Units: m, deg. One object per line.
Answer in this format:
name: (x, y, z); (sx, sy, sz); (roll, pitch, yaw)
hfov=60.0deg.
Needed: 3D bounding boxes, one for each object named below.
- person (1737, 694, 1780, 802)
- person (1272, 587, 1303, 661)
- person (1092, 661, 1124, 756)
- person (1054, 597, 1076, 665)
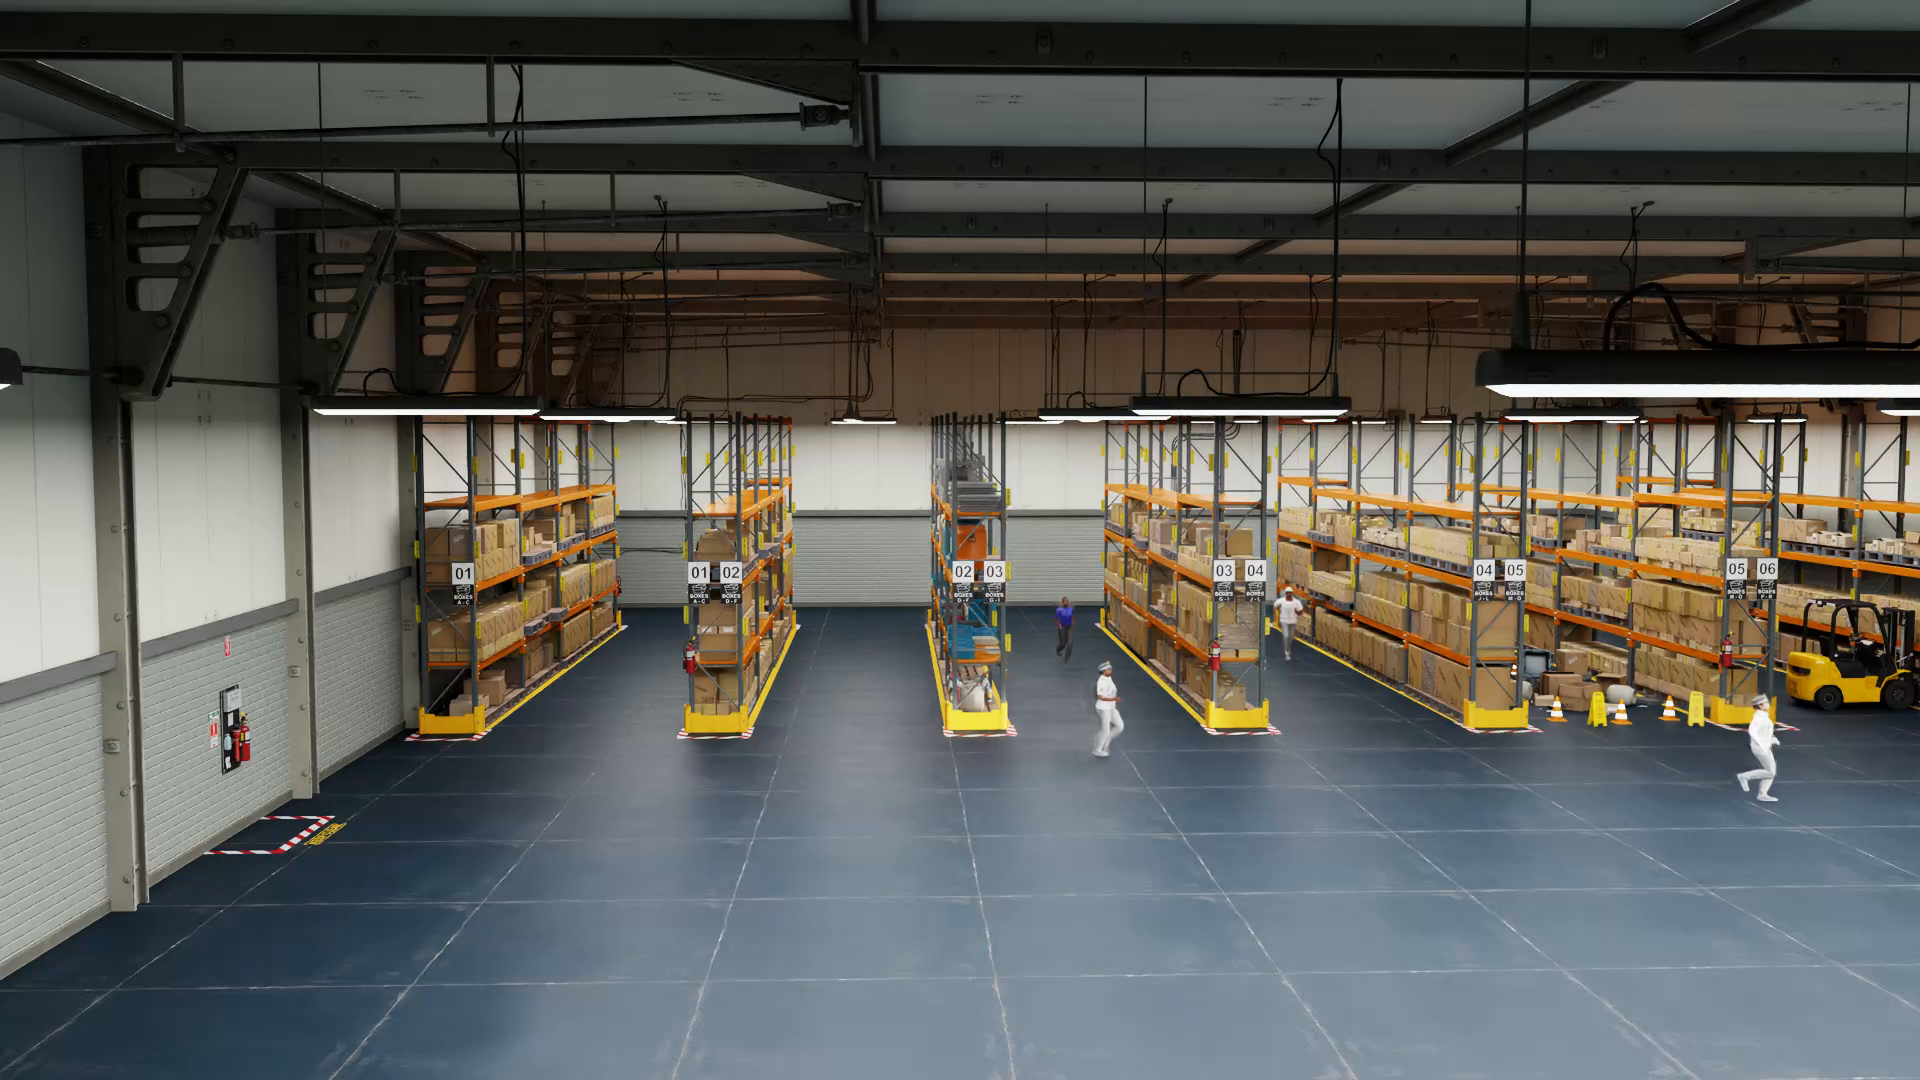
person: (12.221, 3.166, 25.434); (0.568, 1.648, 0.629); (2, 4, 27)
person: (8.071, 2.028, 40.837); (0.702, 1.759, 0.947); (0, 4, -1)
person: (2.594, 2.927, 28.820); (0.611, 1.653, 0.554); (2, 4, 29)
person: (2.546, 2.188, 40.256); (0.570, 1.636, 0.711); (-1, 4, -15)
